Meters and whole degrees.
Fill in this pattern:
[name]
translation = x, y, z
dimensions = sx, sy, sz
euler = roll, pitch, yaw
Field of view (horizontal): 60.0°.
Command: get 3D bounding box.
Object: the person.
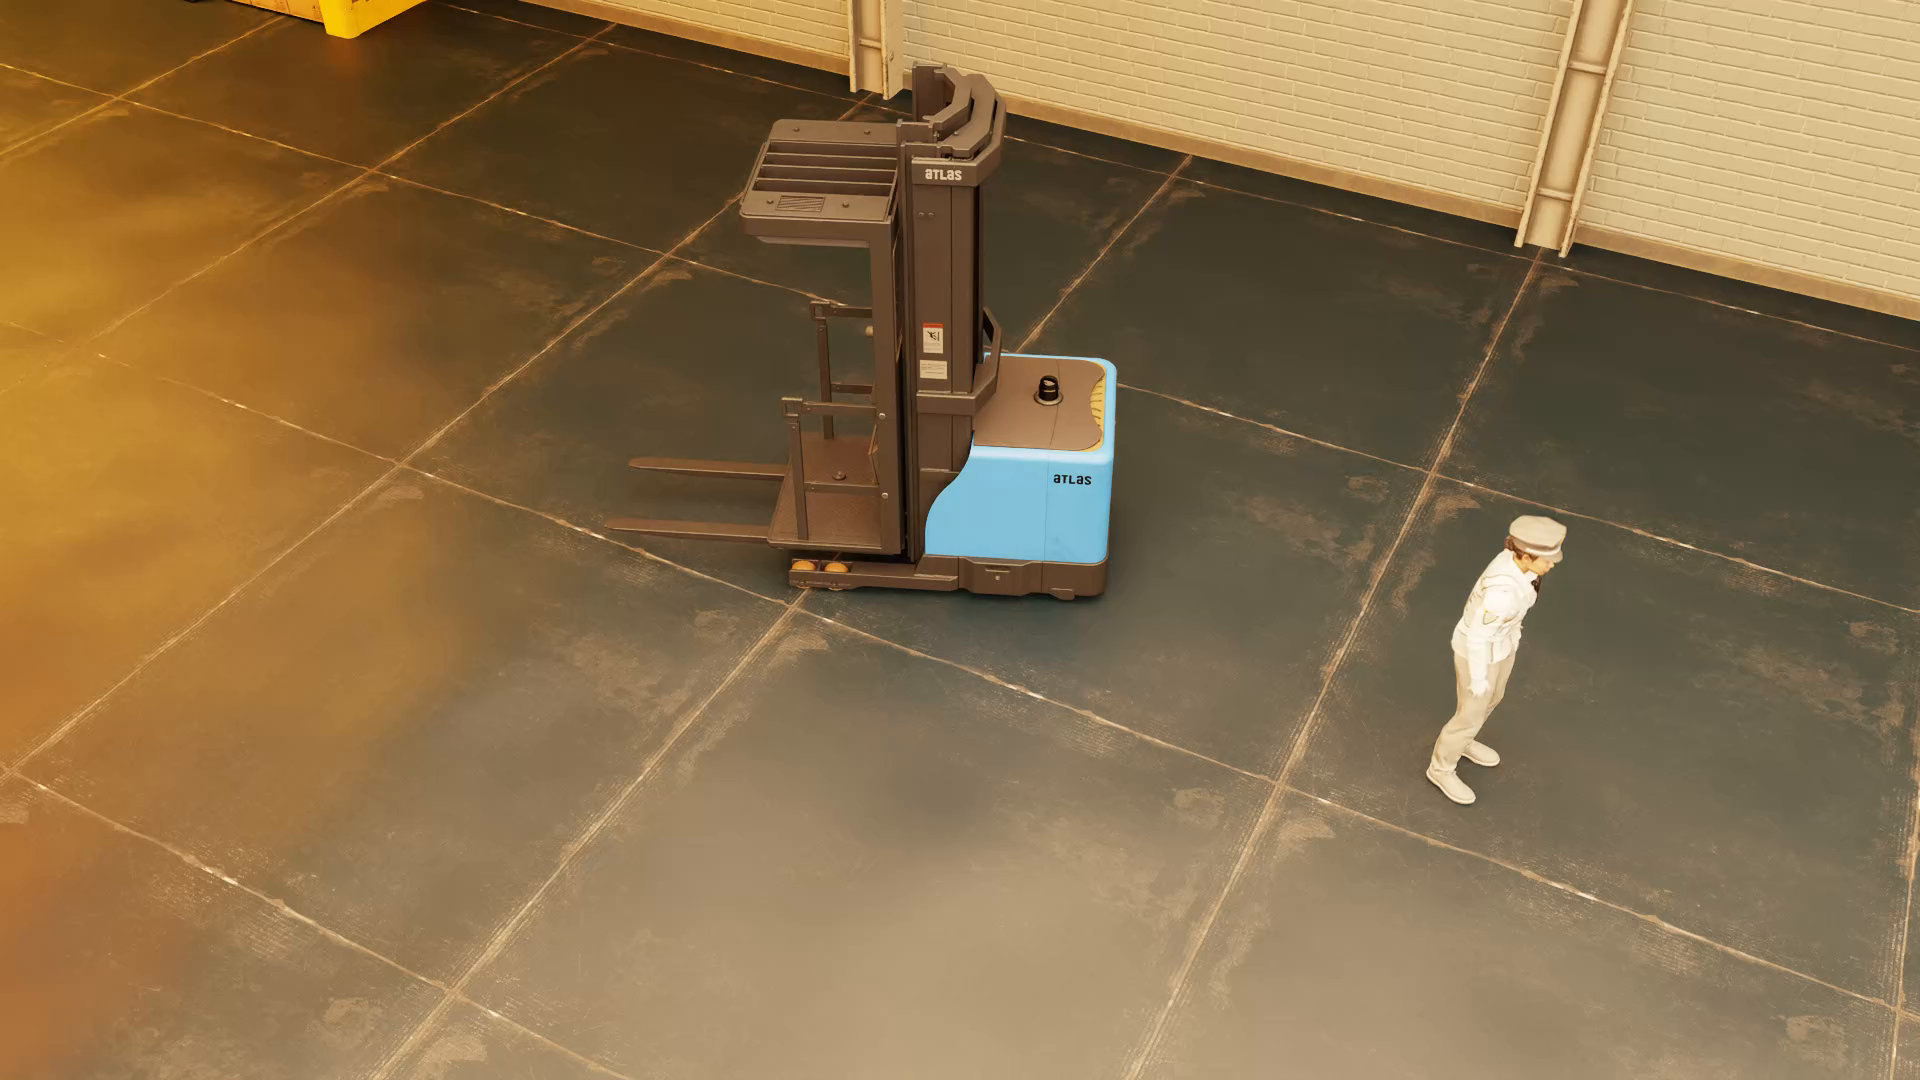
[person]
translation = 2.654, 0.561, 8.306
dimensions = 0.376, 1.664, 0.529
euler = 25, 46, 27

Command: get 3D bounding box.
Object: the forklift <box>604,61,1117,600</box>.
[forklift]
translation = -0.606, -1.157, 9.360
dimensions = 3.031, 2.935, 1.130
euler = 3, 40, 4
